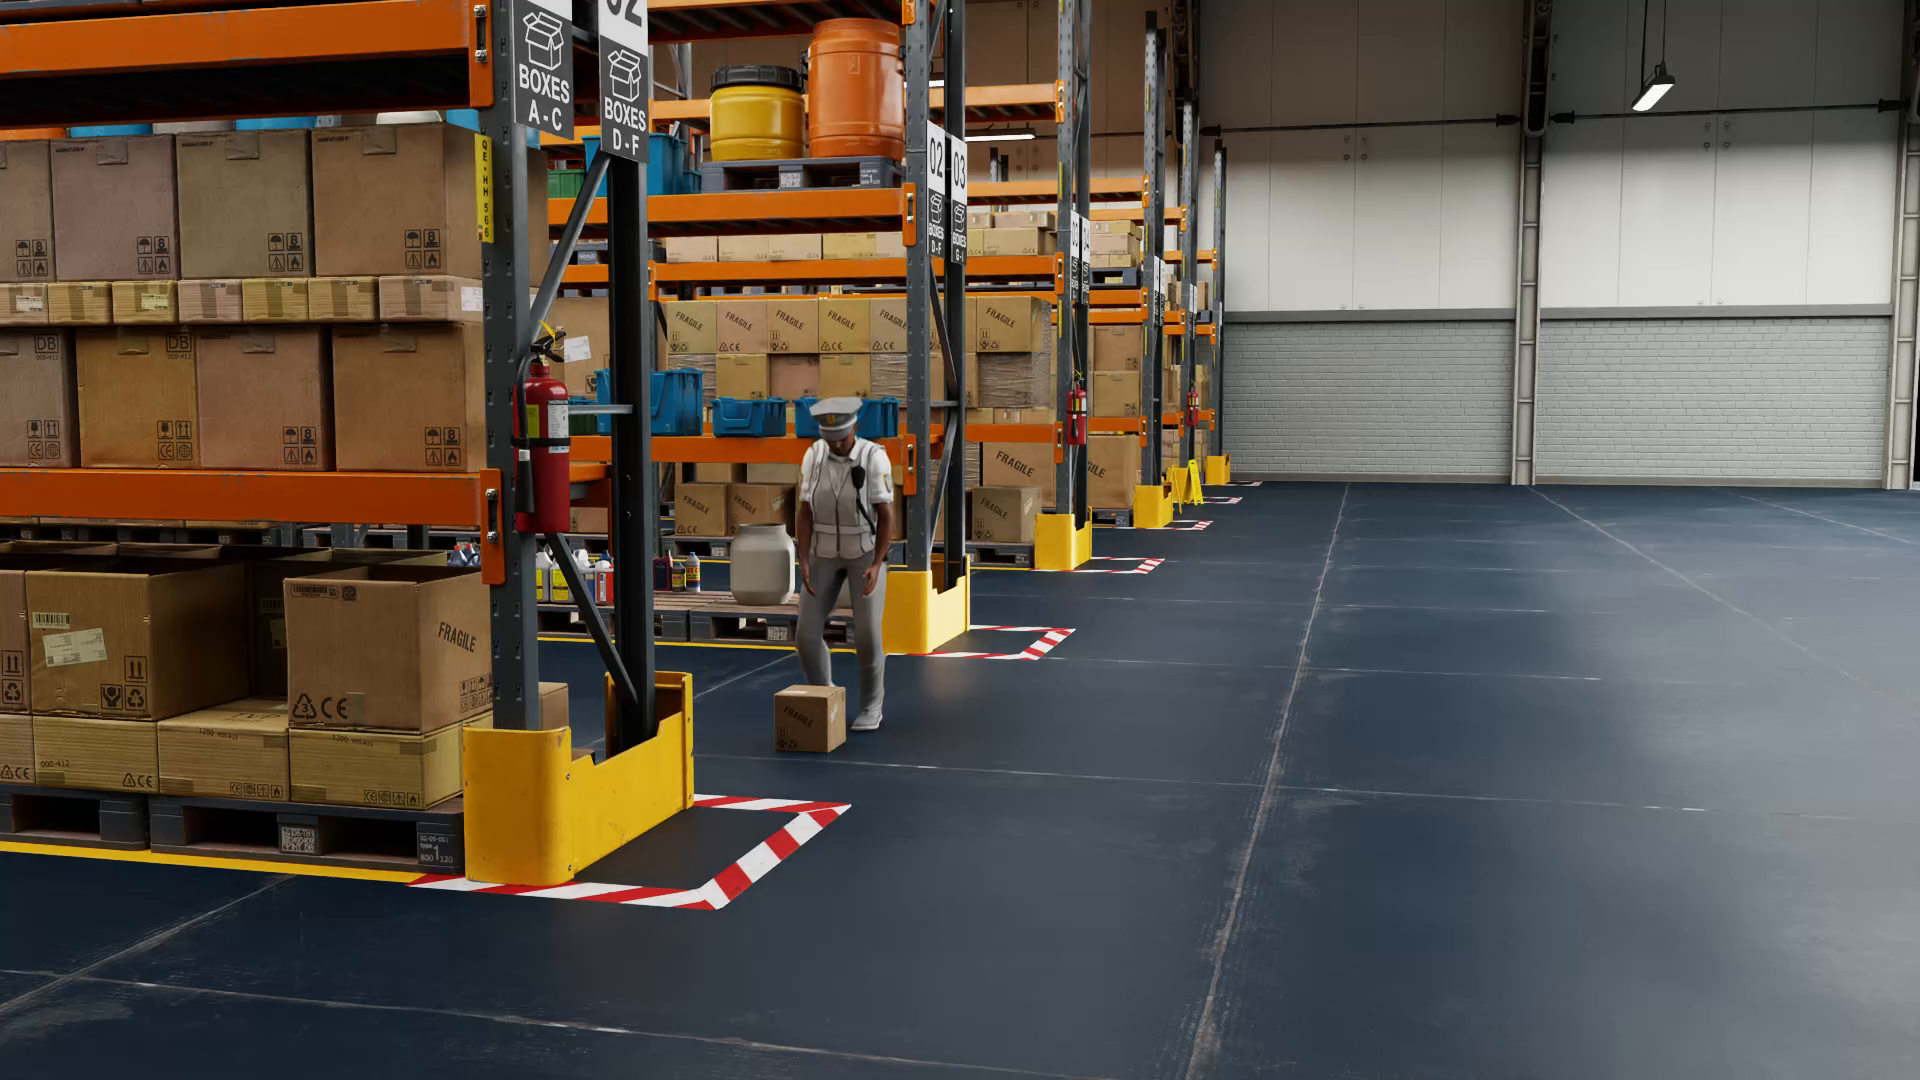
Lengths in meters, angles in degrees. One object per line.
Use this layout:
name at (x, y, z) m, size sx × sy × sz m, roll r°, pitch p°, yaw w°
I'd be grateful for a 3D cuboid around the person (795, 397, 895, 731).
person at (-0.530, 0.112, 7.795) m, size 0.476 × 1.563 × 0.541 m, roll 1°, pitch 5°, yaw 15°
